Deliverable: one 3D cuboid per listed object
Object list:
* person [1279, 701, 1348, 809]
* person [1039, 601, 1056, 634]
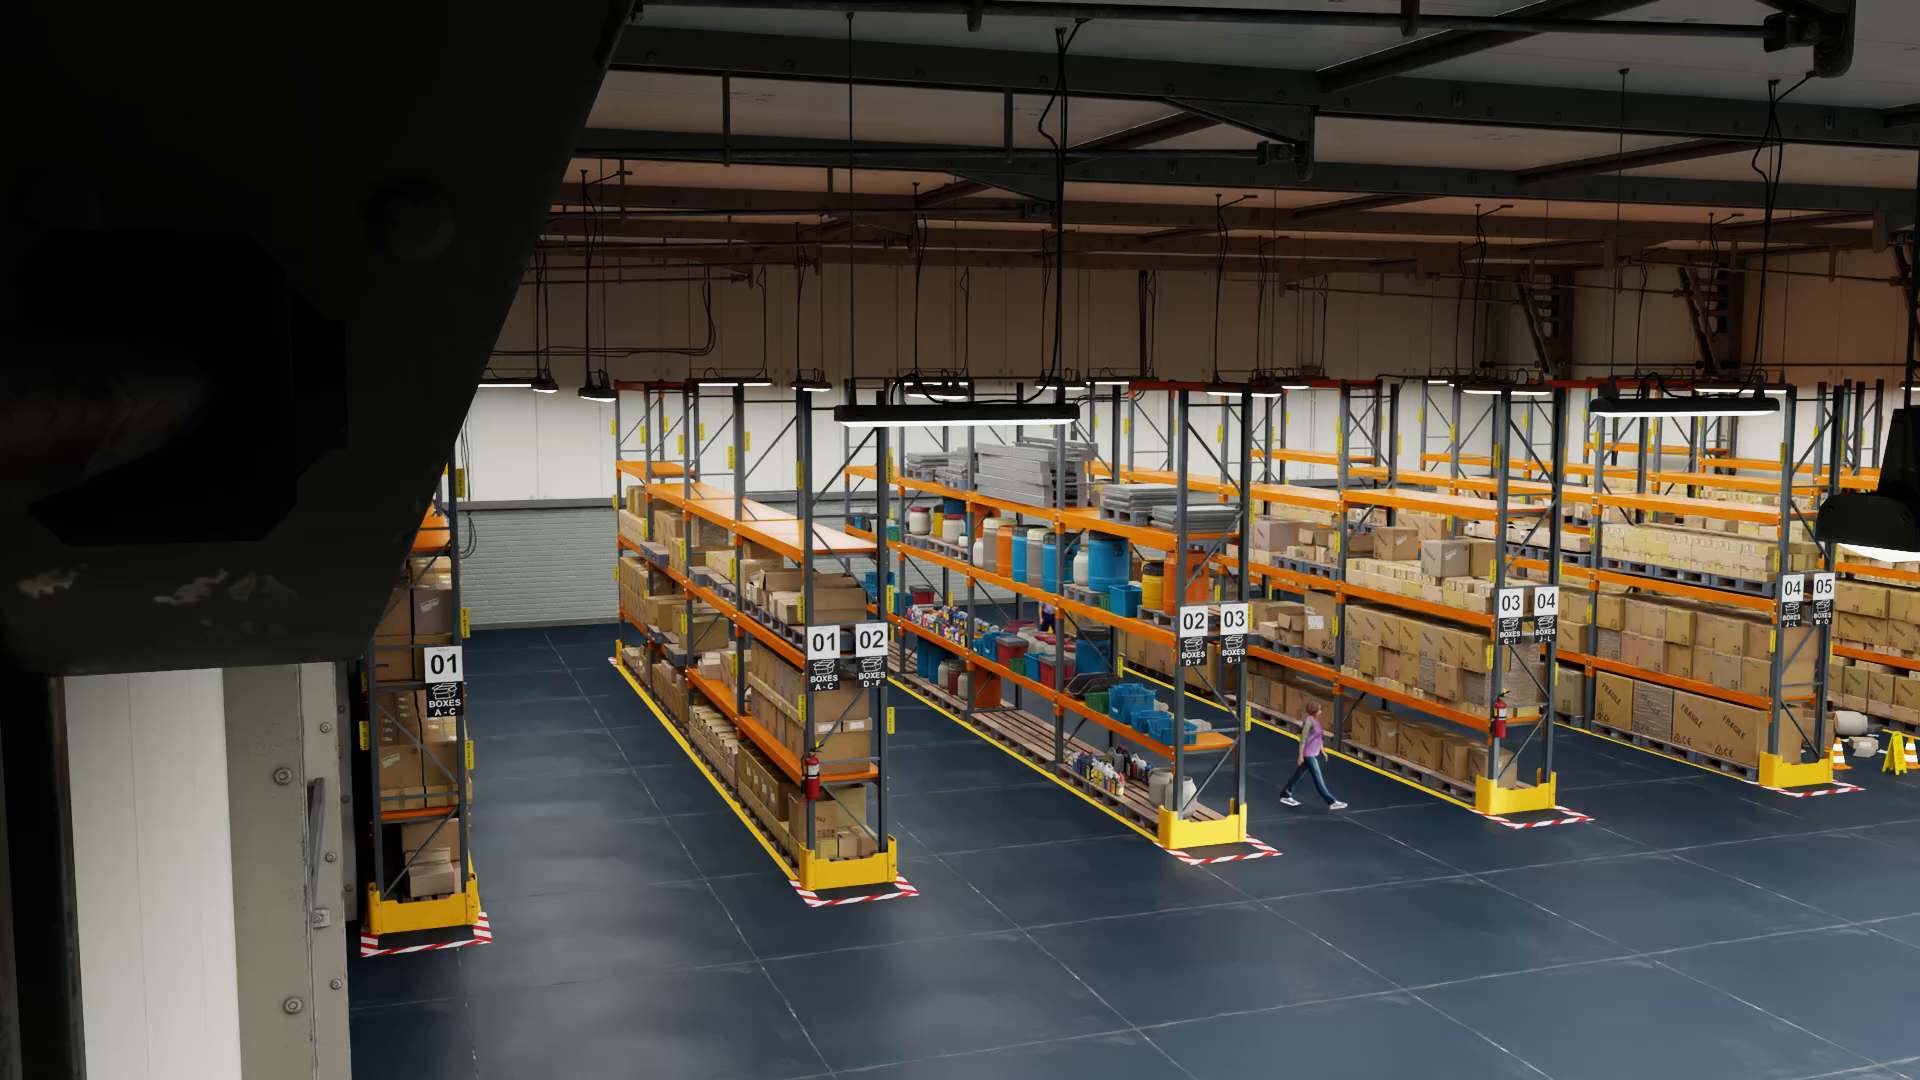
[{"bbox_3d":[5.038,3.047,23.615,0.989,1.540,0.458,2,6,18],"label":"person"},{"bbox_3d":[1.957,1.709,36.067,0.542,1.589,0.991,-1,6,-14],"label":"person"}]
